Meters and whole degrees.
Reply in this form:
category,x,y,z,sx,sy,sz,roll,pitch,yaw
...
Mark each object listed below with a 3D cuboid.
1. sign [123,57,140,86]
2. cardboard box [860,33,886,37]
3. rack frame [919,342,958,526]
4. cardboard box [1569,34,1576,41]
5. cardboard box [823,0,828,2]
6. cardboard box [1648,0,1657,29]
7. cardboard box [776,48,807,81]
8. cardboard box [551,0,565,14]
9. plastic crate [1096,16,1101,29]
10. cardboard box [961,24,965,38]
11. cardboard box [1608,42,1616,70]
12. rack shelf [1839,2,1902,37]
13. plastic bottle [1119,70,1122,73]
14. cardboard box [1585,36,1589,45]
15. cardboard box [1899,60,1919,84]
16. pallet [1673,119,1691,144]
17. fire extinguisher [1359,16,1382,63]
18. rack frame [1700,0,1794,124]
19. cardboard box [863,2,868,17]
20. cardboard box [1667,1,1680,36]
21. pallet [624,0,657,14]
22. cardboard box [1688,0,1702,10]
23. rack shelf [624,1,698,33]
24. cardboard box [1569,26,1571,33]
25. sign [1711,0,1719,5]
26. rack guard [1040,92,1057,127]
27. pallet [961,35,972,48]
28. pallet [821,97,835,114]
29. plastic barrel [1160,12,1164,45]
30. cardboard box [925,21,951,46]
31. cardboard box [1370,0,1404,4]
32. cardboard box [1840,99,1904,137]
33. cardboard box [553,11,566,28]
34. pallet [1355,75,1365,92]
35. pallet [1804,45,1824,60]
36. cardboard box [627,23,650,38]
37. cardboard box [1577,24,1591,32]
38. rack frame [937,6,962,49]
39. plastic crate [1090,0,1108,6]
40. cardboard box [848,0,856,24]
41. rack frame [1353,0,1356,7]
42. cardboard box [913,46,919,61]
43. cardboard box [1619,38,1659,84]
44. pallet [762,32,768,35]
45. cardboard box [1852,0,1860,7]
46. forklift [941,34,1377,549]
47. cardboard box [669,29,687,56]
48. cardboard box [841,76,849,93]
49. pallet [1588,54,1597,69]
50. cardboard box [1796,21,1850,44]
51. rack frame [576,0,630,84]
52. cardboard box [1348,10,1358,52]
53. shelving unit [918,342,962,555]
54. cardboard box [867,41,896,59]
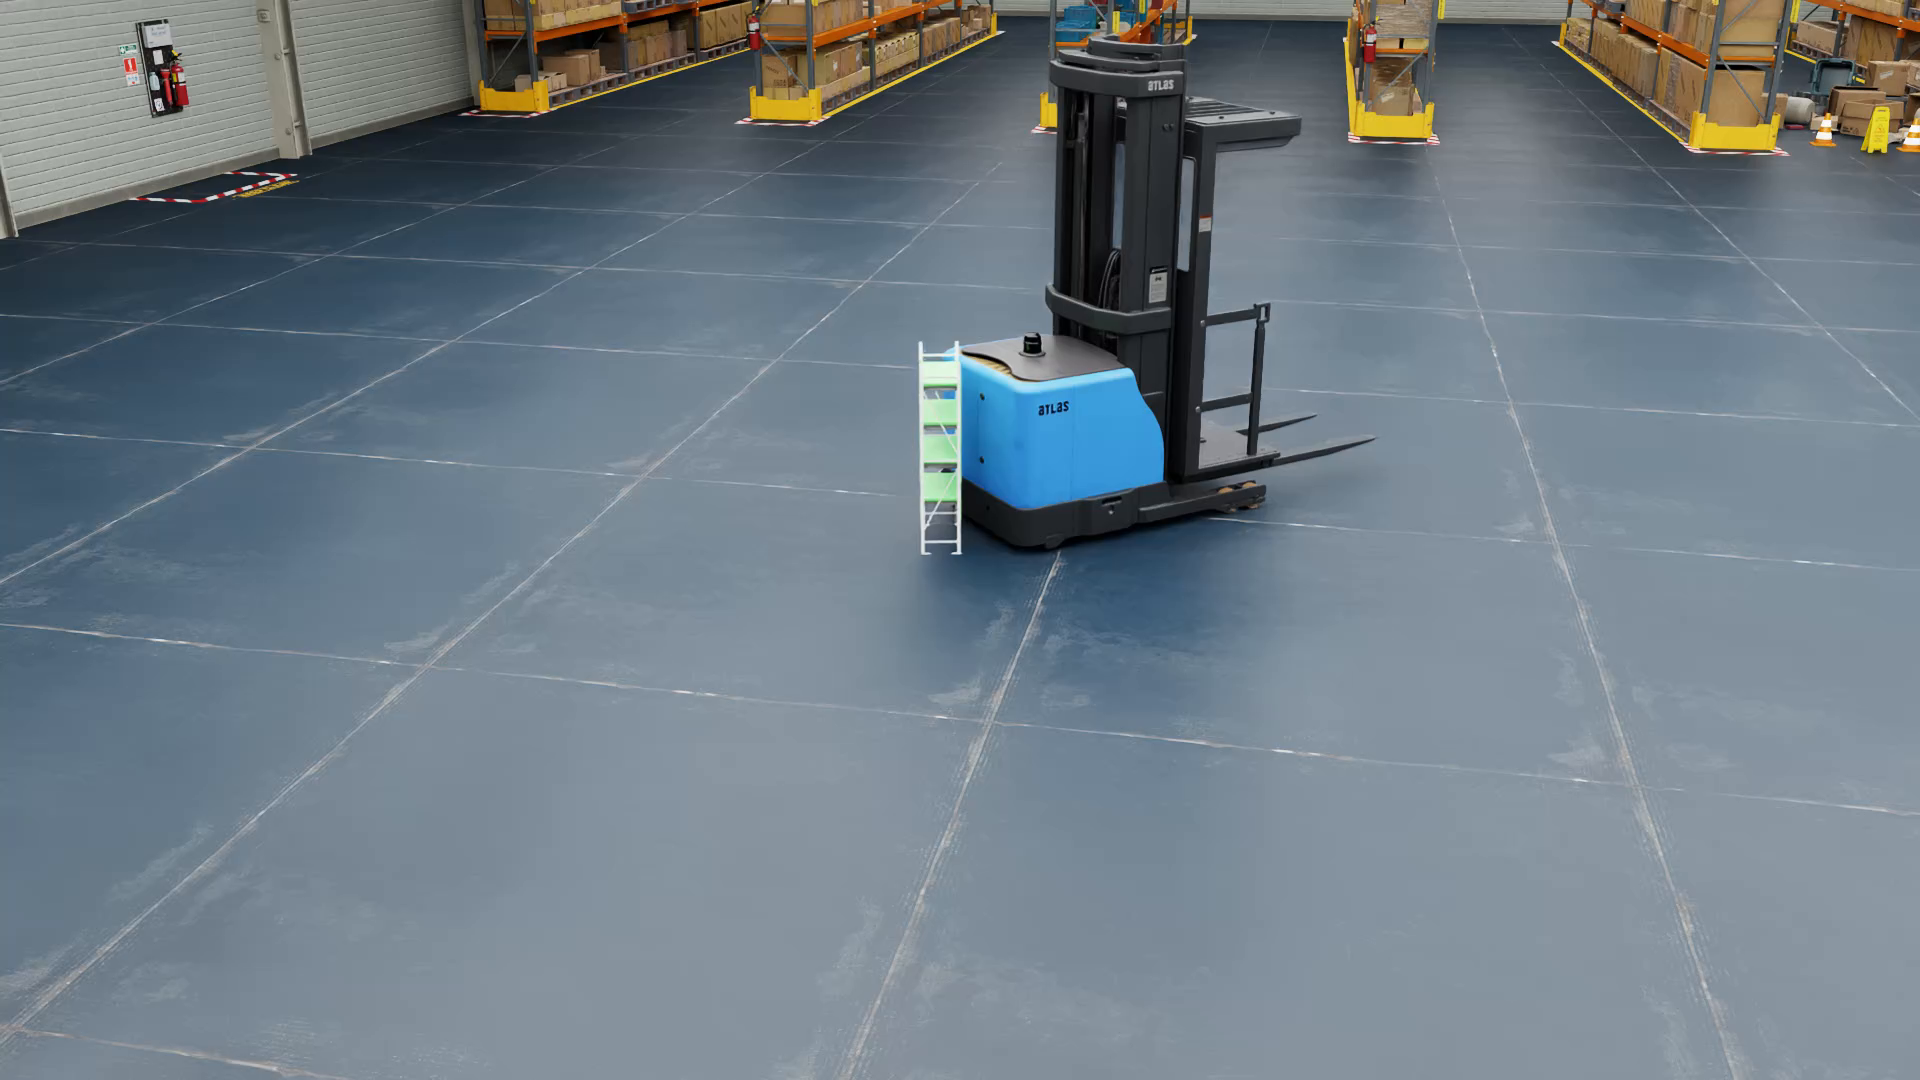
category,x,y,z,sx,sy,sz,roll,pitch,yaw
sign,-10.450,-5.912,20.971,0.001,0.329,0.234,4,22,11
cardboard box,-1.777,-10.230,34.108,0.500,0.311,0.500,4,22,10
rack frame,-0.131,-0.651,10.363,0.240,1.200,0.015,-1,22,-1
cardboard box,14.284,-11.594,38.379,0.380,0.149,0.250,5,22,12
cardboard box,-2.468,-9.241,28.283,0.380,0.149,0.250,4,22,10
cardboard box,12.380,-9.221,29.099,0.500,0.500,0.500,4,22,10
cardboard box,-2.908,-8.340,29.161,0.500,0.500,0.500,4,22,11
cardboard box,-7.264,-9.483,29.054,0.500,0.500,0.500,5,22,11
plastic crate,2.195,-8.998,28.963,0.450,0.188,0.662,4,22,11
cardboard box,-0.170,-11.970,39.069,0.500,0.311,0.500,4,22,11
cardboard box,13.127,-9.537,32.803,0.500,0.500,0.500,4,22,11
rack shelf,18.523,-10.299,32.873,1.077,0.370,4.000,4,22,11
plastic bottle,2.860,-8.219,29.702,0.144,0.351,0.185,3,22,8
cardboard box,13.818,-10.854,36.144,0.380,0.149,0.250,5,22,12
cardboard box,17.990,-8.671,30.823,0.950,0.372,0.625,3,22,7
pallet,11.703,-6.320,25.764,1.003,0.211,1.213,4,22,11
fire extinguisher,6.307,-7.688,25.531,0.296,0.674,0.183,4,22,11
rack frame,11.616,-7.315,24.503,1.000,3.000,0.127,4,22,11
cardboard box,-2.042,-10.064,31.527,0.500,0.250,0.500,6,23,14
cardboard box,12.369,-8.712,27.770,0.875,0.550,0.550,4,22,11
pallet,-6.652,-10.506,32.681,1.003,0.211,1.213,4,22,11
cardboard box,11.980,-8.625,26.108,0.875,0.550,0.500,4,22,11
rack shelf,-6.542,-10.724,33.929,1.077,0.370,4.000,4,22,11
cardboard box,14.412,-11.909,38.765,0.380,0.149,0.250,4,22,11
sign,11.088,-8.009,24.357,0.100,0.325,0.005,4,22,11
rack guard,1.902,-6.980,27.016,1.175,0.500,0.348,4,22,11
pallet,-0.326,-11.833,39.453,1.003,0.211,1.213,4,22,11
pallet,-2.801,-7.477,28.635,1.003,0.211,1.213,4,22,11
plastic barrel,4.253,-11.521,37.190,0.600,0.901,0.708,4,22,11
cardboard box,-0.499,-11.354,37.288,0.500,0.500,0.500,5,22,12
cardboard box,6.651,-8.599,25.818,0.500,0.500,0.500,4,22,11
cardboard box,14.363,-6.652,26.198,0.797,0.503,0.637,-11,25,-26
cardboard box,-7.264,-9.148,29.227,0.500,0.250,0.500,4,22,9
pallet,8.002,-8.632,31.505,1.003,0.211,1.213,4,22,11
pallet,19.410,-10.790,36.862,1.003,0.211,1.213,4,22,11
cardboard box,-6.627,-10.341,33.768,0.500,0.250,0.500,4,22,9
cardboard box,14.077,-11.485,37.313,0.380,0.149,0.250,4,22,9
rack frame,-0.467,-12.876,38.309,1.000,3.000,0.127,4,22,11
plastic crate,2.548,-9.801,30.589,0.402,0.464,0.583,4,22,11
cardboard box,-2.285,-9.640,30.141,0.700,0.500,0.500,4,22,10
rack frame,10.046,-13.582,40.062,1.000,3.000,0.127,4,22,11
cardboard box,-1.152,-10.121,34.588,0.500,0.250,0.500,5,22,12
cardboard box,12.861,-8.857,30.779,1.050,0.750,0.750,5,22,12
pallet,-5.086,-12.231,40.439,1.003,0.211,1.213,4,22,11
cardboard box,18.479,-10.964,33.763,0.500,0.250,0.500,4,22,10
forklift,1.412,-1.689,10.624,3.031,2.935,1.130,-12,25,-28
cardboard box,-6.230,-10.566,35.332,0.700,0.500,0.500,5,22,12
cardboard box,-2.281,-8.134,29.654,0.500,0.250,0.500,4,22,11
pallet,13.907,-10.126,35.213,1.003,0.211,1.213,4,22,11
cardboard box,19.711,-11.584,37.969,0.875,0.438,0.875,4,22,9
rack frame,-6.950,-10.326,31.978,1.000,3.000,0.127,4,22,11
cardboard box,8.937,-10.766,35.352,1.225,0.875,0.875,4,22,9
shelving unit,-0.124,-0.559,10.136,0.258,1.200,0.503,-1,22,-1
cardboard box,-1.560,-9.634,32.626,0.500,0.311,0.500,4,22,9
